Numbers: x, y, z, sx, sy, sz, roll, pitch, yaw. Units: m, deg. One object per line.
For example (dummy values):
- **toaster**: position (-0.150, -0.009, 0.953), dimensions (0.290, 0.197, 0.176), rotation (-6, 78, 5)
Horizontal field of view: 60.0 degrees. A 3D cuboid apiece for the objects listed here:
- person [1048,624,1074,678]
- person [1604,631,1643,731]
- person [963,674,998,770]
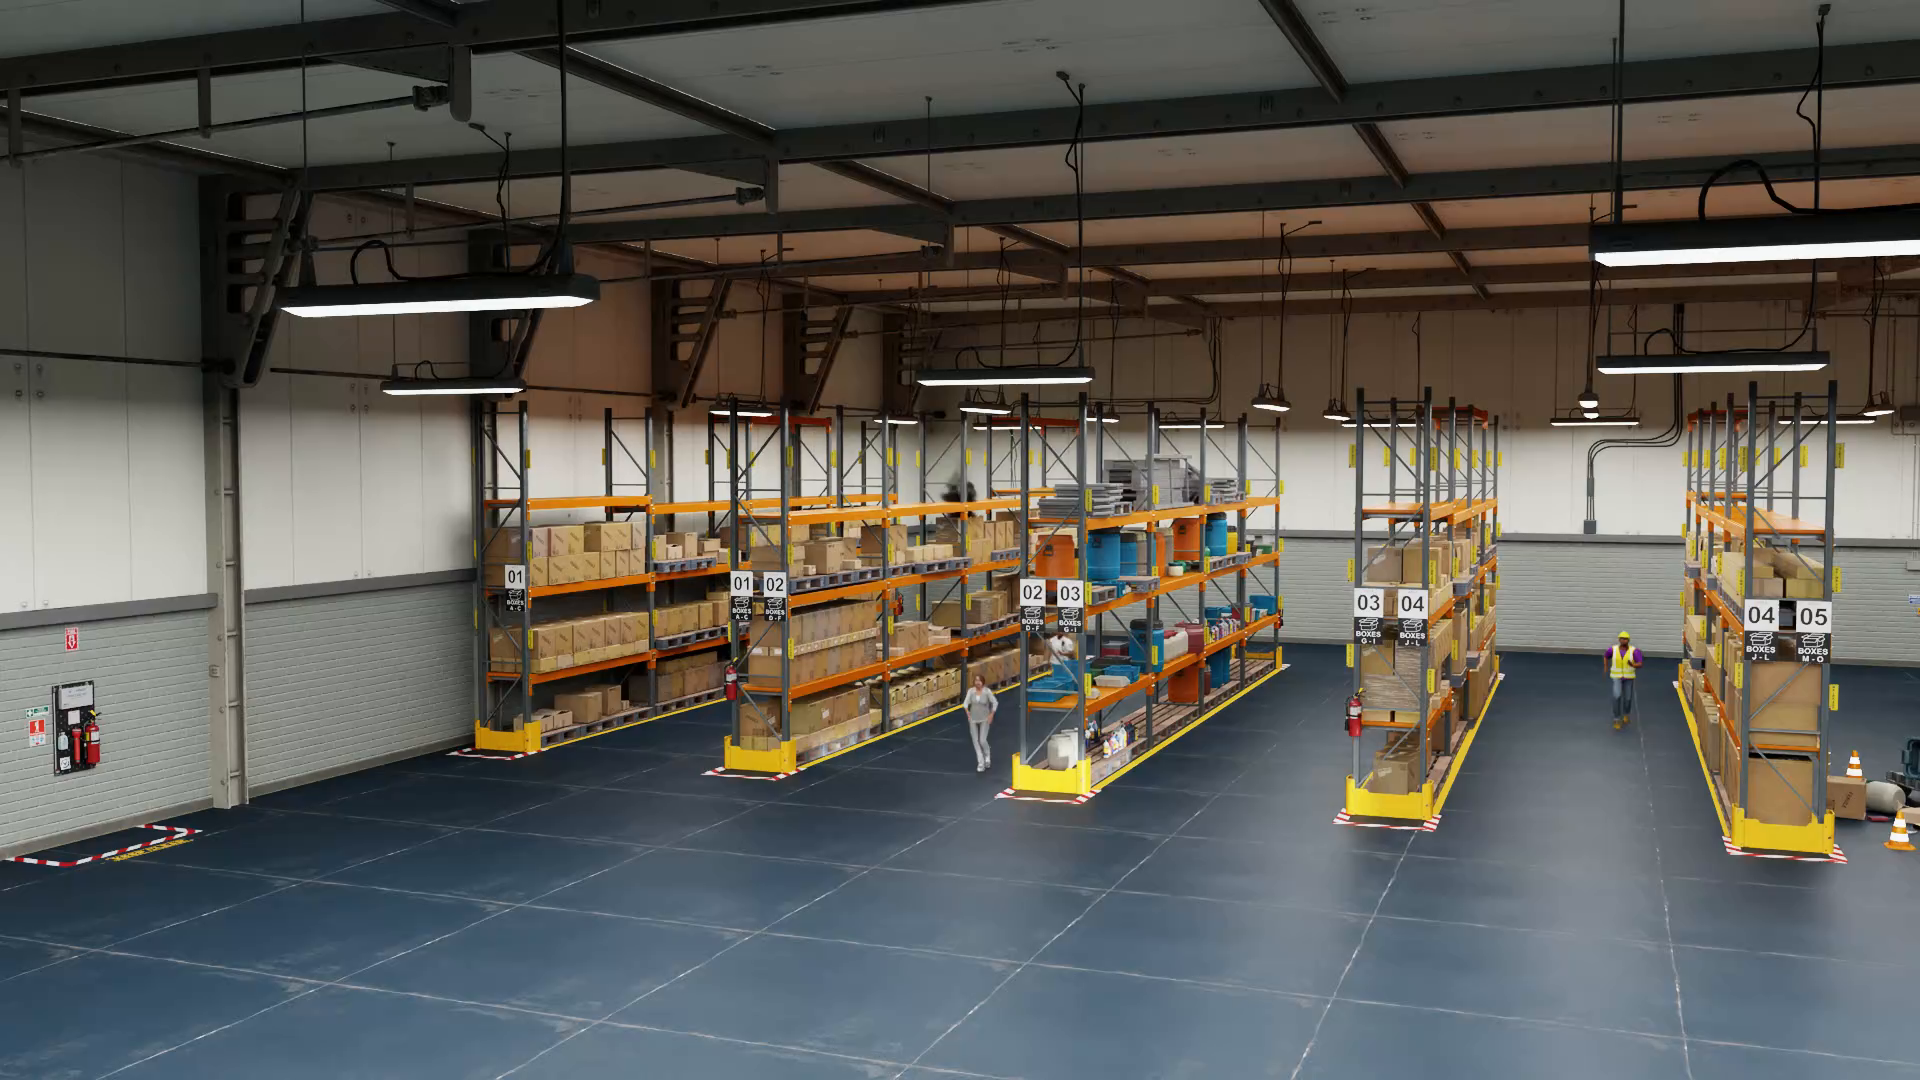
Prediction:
- **person**: position (2.011, 2.513, 33.245), dimensions (0.567, 1.697, 0.915), rotation (1, 3, 16)
- **person**: position (12.335, 2.596, 30.935), dimensions (0.682, 1.803, 0.879), rotation (1, 3, 20)
- **person**: position (0.299, 2.921, 26.606), dimensions (0.538, 1.564, 0.536), rotation (1, 3, 14)
